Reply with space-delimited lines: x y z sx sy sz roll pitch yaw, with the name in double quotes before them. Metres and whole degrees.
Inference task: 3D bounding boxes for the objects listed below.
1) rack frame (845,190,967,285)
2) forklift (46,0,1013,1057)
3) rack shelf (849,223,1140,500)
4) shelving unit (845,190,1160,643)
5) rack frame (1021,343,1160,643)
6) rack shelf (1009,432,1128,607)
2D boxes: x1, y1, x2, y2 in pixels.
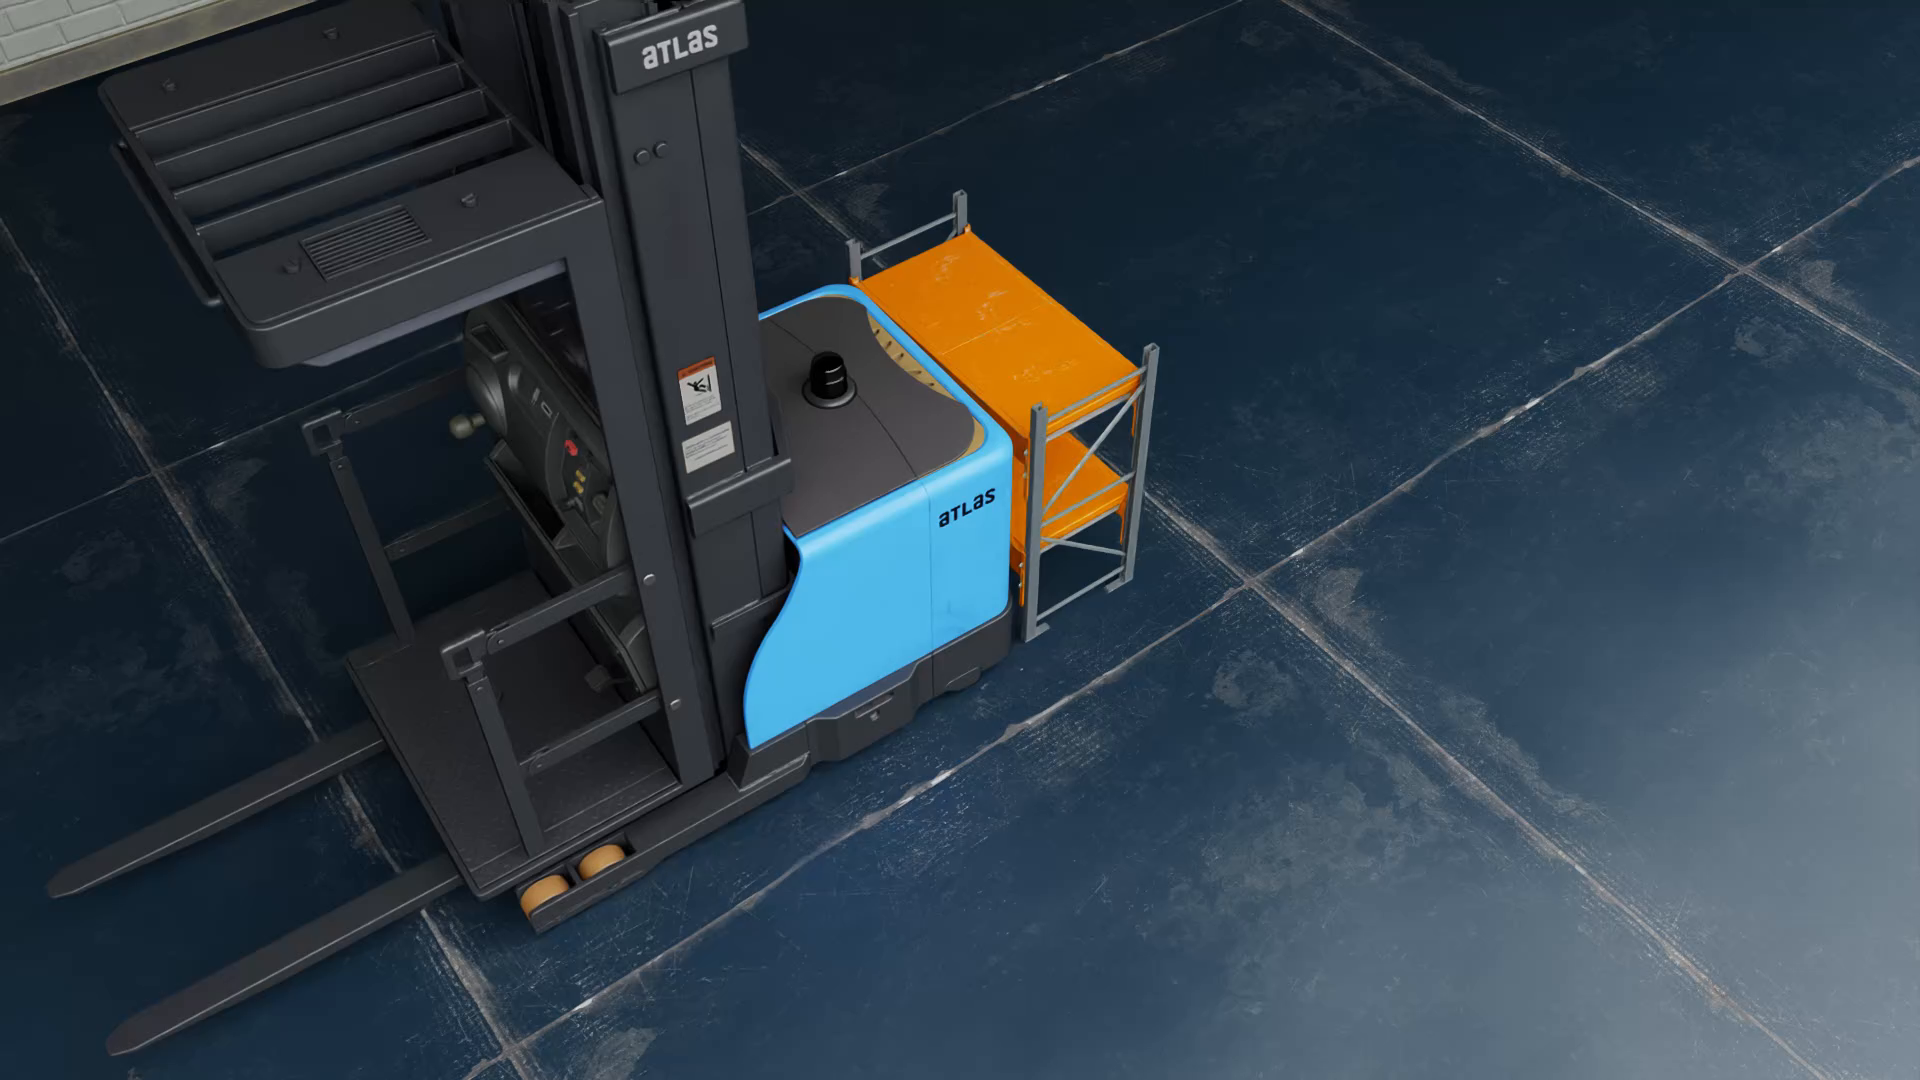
"rack frame" -0.184 -0.735 6.157 0.500 1.125 0.032 -29 54 -24
"forklift" -1.322 -0.235 4.485 3.031 2.935 1.130 -27 53 -23
"rack shelf" 0.121 -0.630 5.667 0.538 0.278 1.000 -29 54 -24
"shelving unit" 0.121 -0.434 5.884 0.538 1.125 1.048 -29 54 -24
"rack frame" 0.426 -0.132 5.611 0.500 1.125 0.032 -29 54 -24
"rack shelf" 0.121 -0.269 6.065 0.538 0.278 1.000 -29 54 -24
